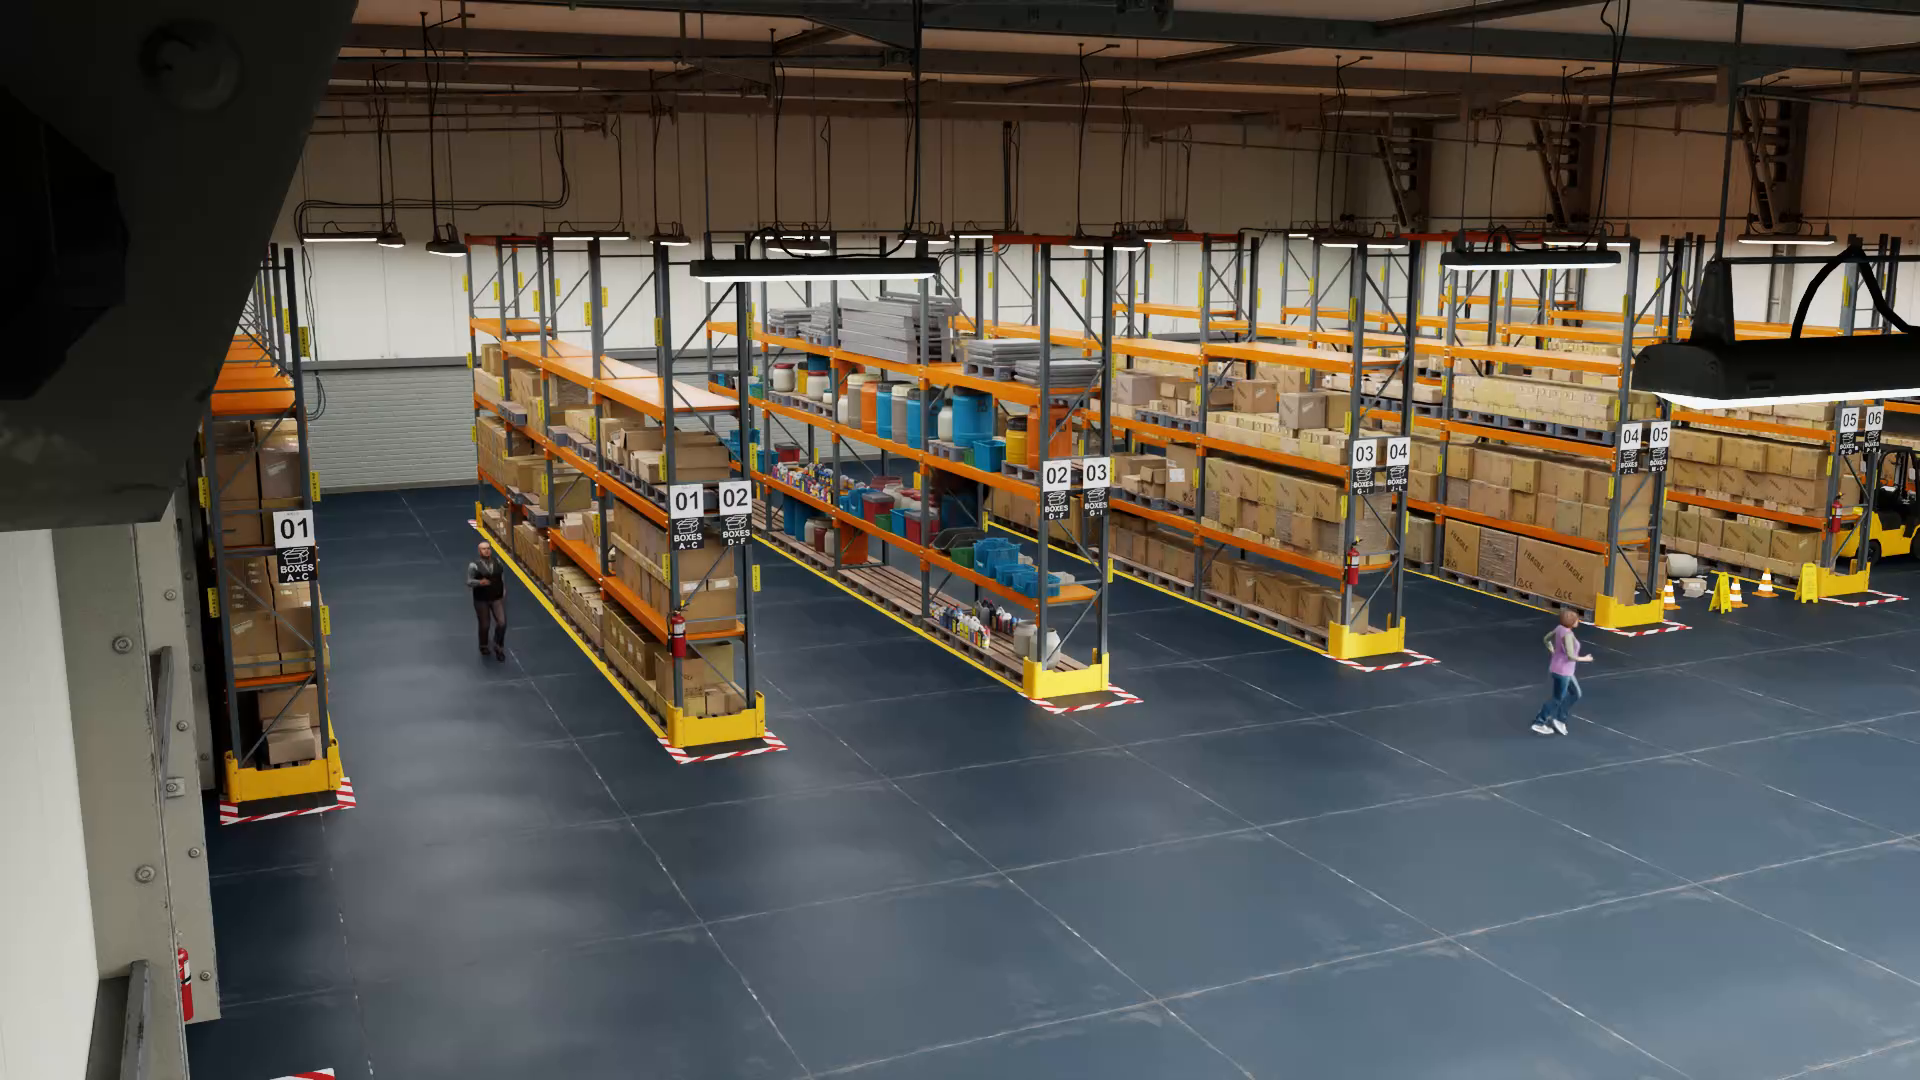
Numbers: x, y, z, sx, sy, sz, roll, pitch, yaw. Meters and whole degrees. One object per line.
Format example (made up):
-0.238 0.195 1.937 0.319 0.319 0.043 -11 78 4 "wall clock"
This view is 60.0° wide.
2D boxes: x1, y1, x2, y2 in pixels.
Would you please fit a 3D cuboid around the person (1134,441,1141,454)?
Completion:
4.493 -2.527 41.976 0.552 1.579 0.667 7 13 32 "person"

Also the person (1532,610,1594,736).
7.429 1.653 20.473 0.679 1.633 0.555 2 11 11 "person"

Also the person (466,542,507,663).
-6.788 0.901 23.995 0.637 1.763 0.711 -7 13 -30 "person"
